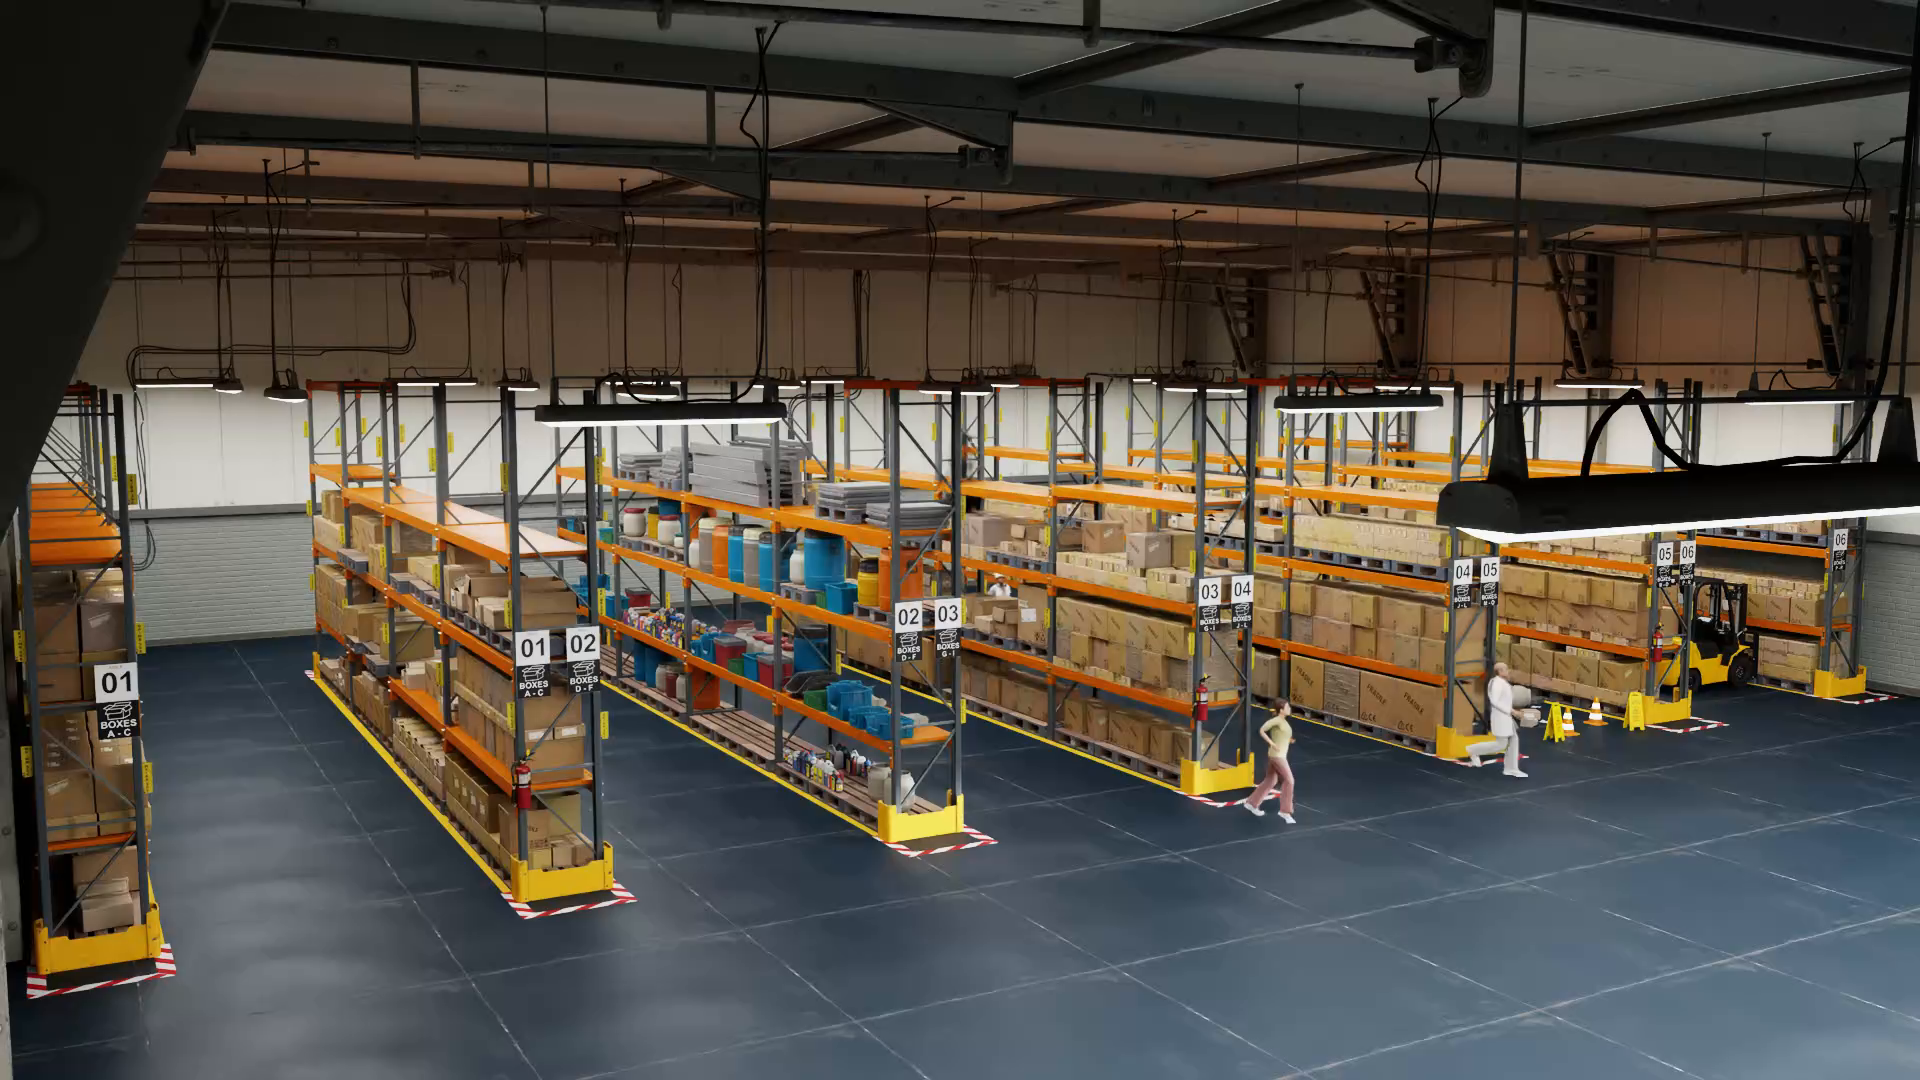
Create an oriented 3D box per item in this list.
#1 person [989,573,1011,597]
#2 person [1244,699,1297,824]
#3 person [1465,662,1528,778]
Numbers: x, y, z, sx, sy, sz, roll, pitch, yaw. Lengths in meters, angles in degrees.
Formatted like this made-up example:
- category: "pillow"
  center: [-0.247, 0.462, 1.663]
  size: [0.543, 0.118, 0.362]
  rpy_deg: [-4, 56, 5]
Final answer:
- category: "person"
  center: [0.898, 1.586, 36.497]
  size: [0.658, 1.822, 0.734]
  rpy_deg: [-2, 7, -22]
- category: "person"
  center: [4.370, 3.062, 23.189]
  size: [0.760, 1.722, 0.573]
  rpy_deg: [2, 6, 19]
- category: "person"
  center: [8.286, 2.856, 25.584]
  size: [0.935, 1.559, 0.732]
  rpy_deg: [3, 7, 23]
